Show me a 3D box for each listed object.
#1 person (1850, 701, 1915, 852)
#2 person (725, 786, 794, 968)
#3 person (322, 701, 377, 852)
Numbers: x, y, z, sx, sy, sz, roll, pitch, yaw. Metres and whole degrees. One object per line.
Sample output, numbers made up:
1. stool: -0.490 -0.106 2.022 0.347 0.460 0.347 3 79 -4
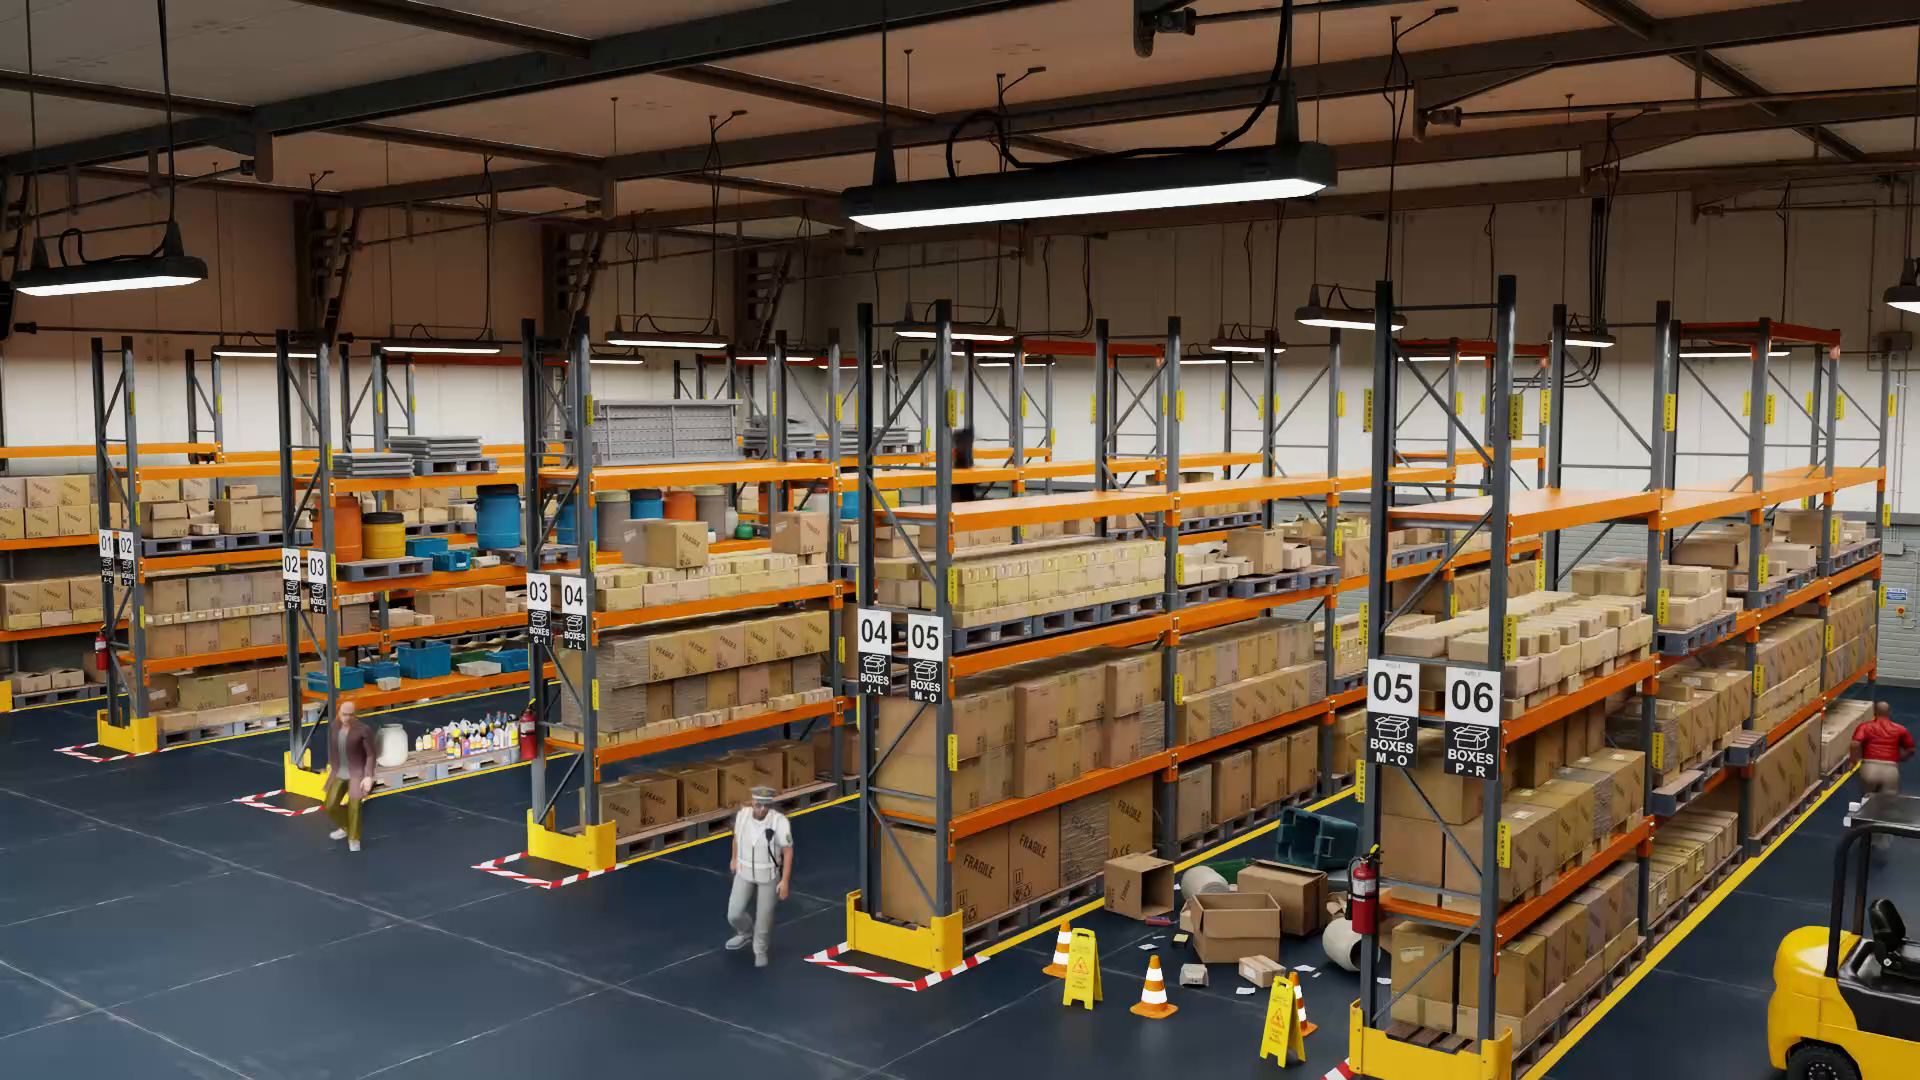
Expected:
1. person: 10.452 2.695 18.867 0.660 1.686 0.823 2 6 26
2. person: -1.828 3.027 15.049 0.711 1.717 0.613 1 5 8
3. person: -6.904 2.663 18.865 0.743 1.751 0.554 1 5 11
